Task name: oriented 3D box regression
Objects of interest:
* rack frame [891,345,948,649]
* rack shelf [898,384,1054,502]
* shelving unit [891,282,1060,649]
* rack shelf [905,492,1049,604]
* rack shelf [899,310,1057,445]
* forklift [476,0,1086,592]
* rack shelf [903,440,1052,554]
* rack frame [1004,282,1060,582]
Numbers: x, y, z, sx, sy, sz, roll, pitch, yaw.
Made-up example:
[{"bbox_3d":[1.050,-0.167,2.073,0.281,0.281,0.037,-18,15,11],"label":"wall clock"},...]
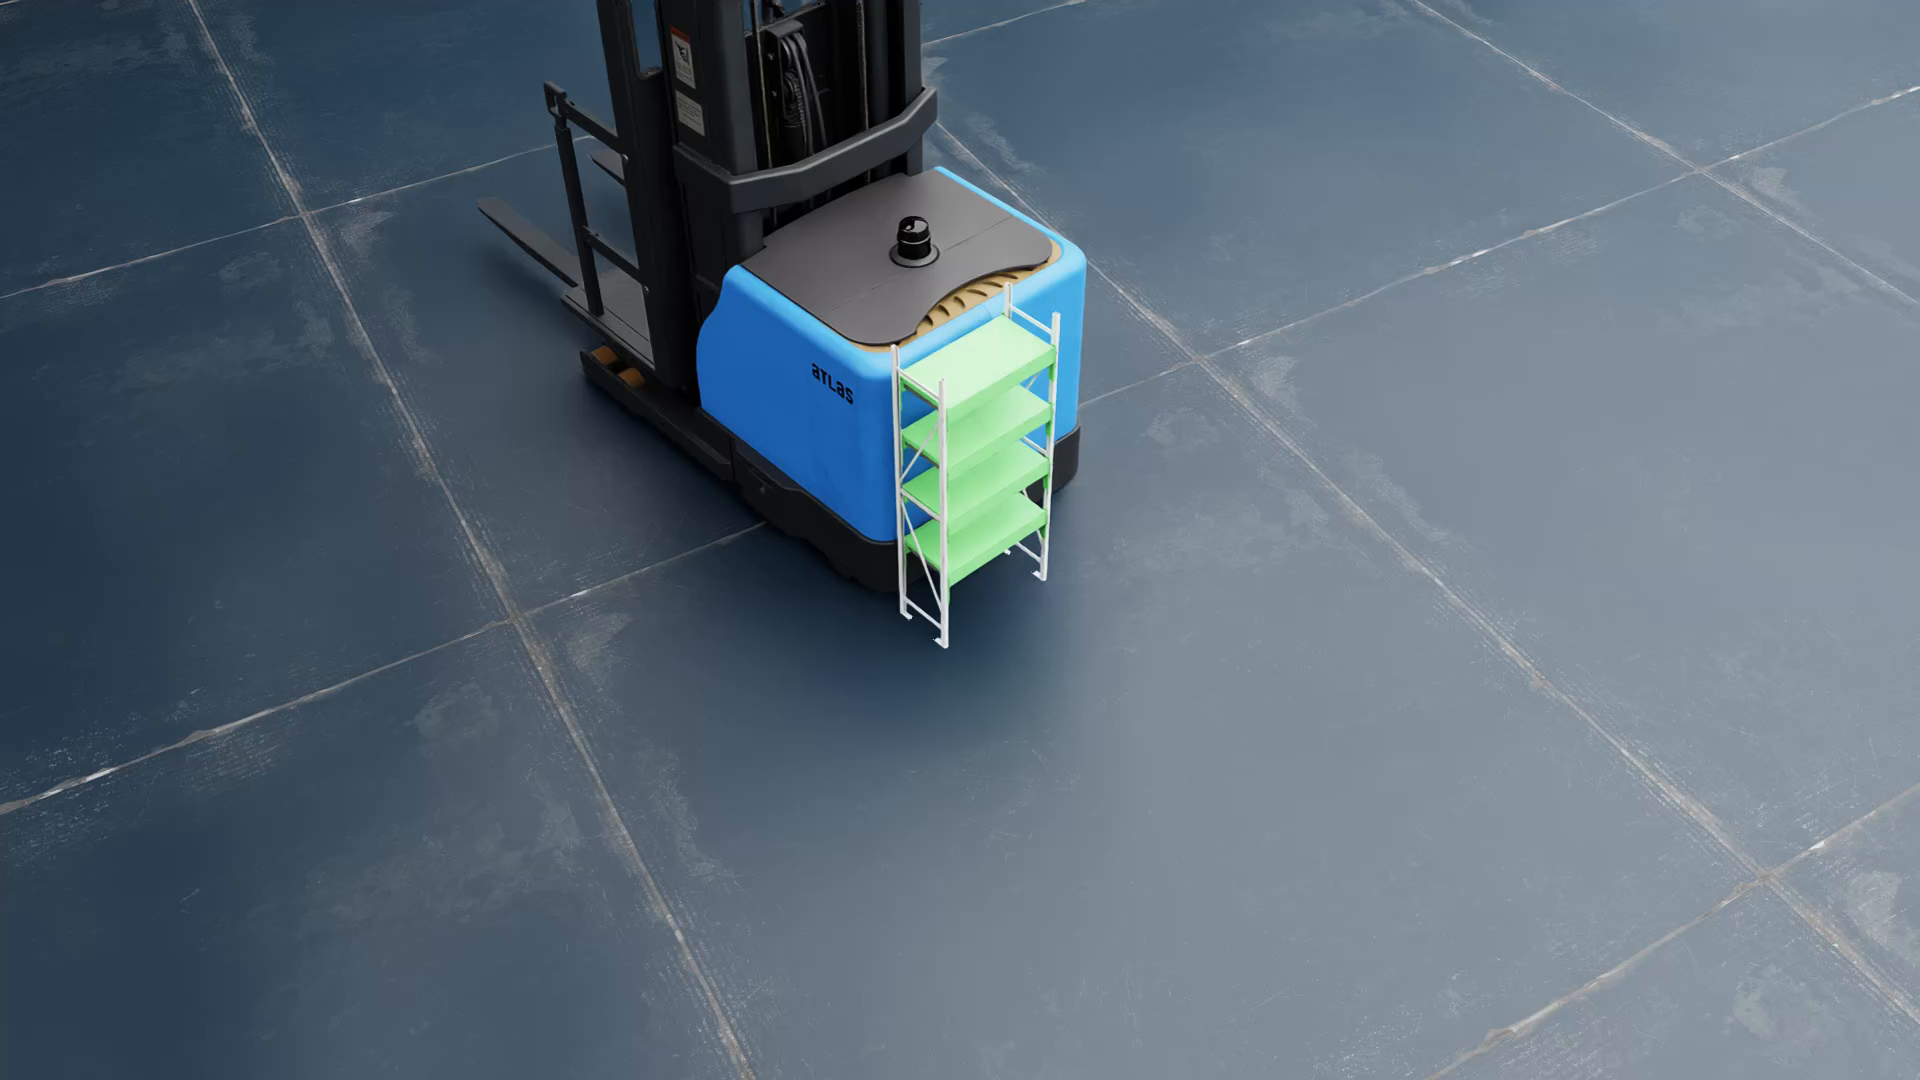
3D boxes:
[{"bbox_3d":[-0.128,-0.111,5.503,0.015,1.200,0.240,-33,53,-29],"label":"rack frame"},{"bbox_3d":[0.051,-0.353,5.499,0.480,0.148,0.258,-33,53,-29],"label":"rack shelf"},{"bbox_3d":[0.051,-0.226,5.622,0.503,1.200,0.258,-33,53,-29],"label":"shelving unit"},{"bbox_3d":[0.051,-0.009,5.833,0.480,0.148,0.258,-33,53,-29],"label":"rack shelf"},{"bbox_3d":[0.051,-0.525,5.332,0.480,0.148,0.258,-33,53,-29],"label":"rack shelf"},{"bbox_3d":[-0.914,-1.804,6.004,1.130,2.935,3.031,-33,53,-29],"label":"forklift"},{"bbox_3d":[0.051,-0.181,5.666,0.480,0.148,0.258,-33,53,-29],"label":"rack shelf"},{"bbox_3d":[0.230,-0.342,5.740,0.015,1.200,0.240,-33,53,-29],"label":"rack frame"}]
